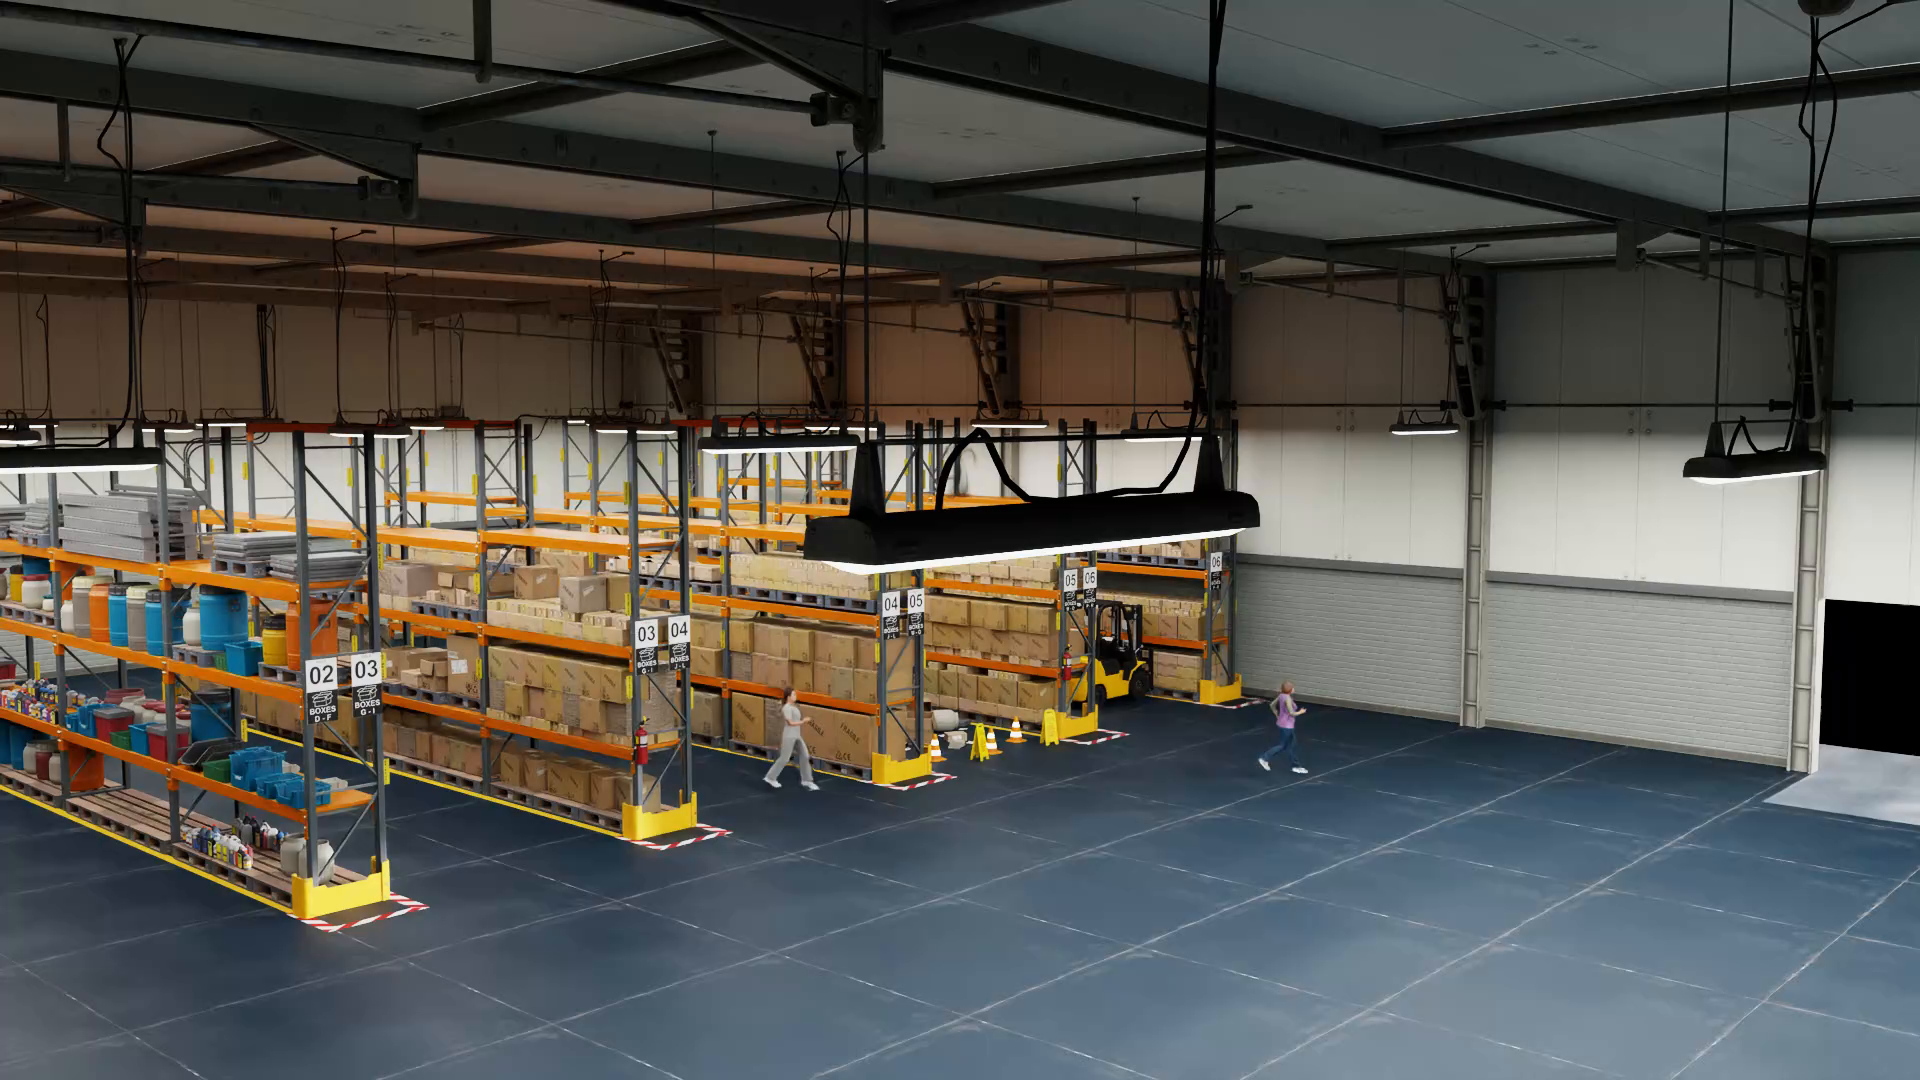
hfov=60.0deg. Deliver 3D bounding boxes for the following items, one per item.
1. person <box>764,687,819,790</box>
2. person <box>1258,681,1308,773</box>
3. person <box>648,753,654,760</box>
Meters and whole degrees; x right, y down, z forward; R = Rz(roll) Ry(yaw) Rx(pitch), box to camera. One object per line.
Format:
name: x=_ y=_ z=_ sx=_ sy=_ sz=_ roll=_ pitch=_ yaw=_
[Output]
person: x=-2.763 y=3.262 z=27.232 sx=0.873 sy=1.678 sz=0.560 roll=1 pitch=5 yaw=11
person: x=5.516 y=3.209 z=28.348 sx=0.881 sy=1.560 sz=0.537 roll=0 pitch=5 yaw=-2
person: x=-5.871 y=3.007 z=29.654 sx=0.897 sy=1.803 sz=0.681 roll=2 pitch=5 yaw=28
